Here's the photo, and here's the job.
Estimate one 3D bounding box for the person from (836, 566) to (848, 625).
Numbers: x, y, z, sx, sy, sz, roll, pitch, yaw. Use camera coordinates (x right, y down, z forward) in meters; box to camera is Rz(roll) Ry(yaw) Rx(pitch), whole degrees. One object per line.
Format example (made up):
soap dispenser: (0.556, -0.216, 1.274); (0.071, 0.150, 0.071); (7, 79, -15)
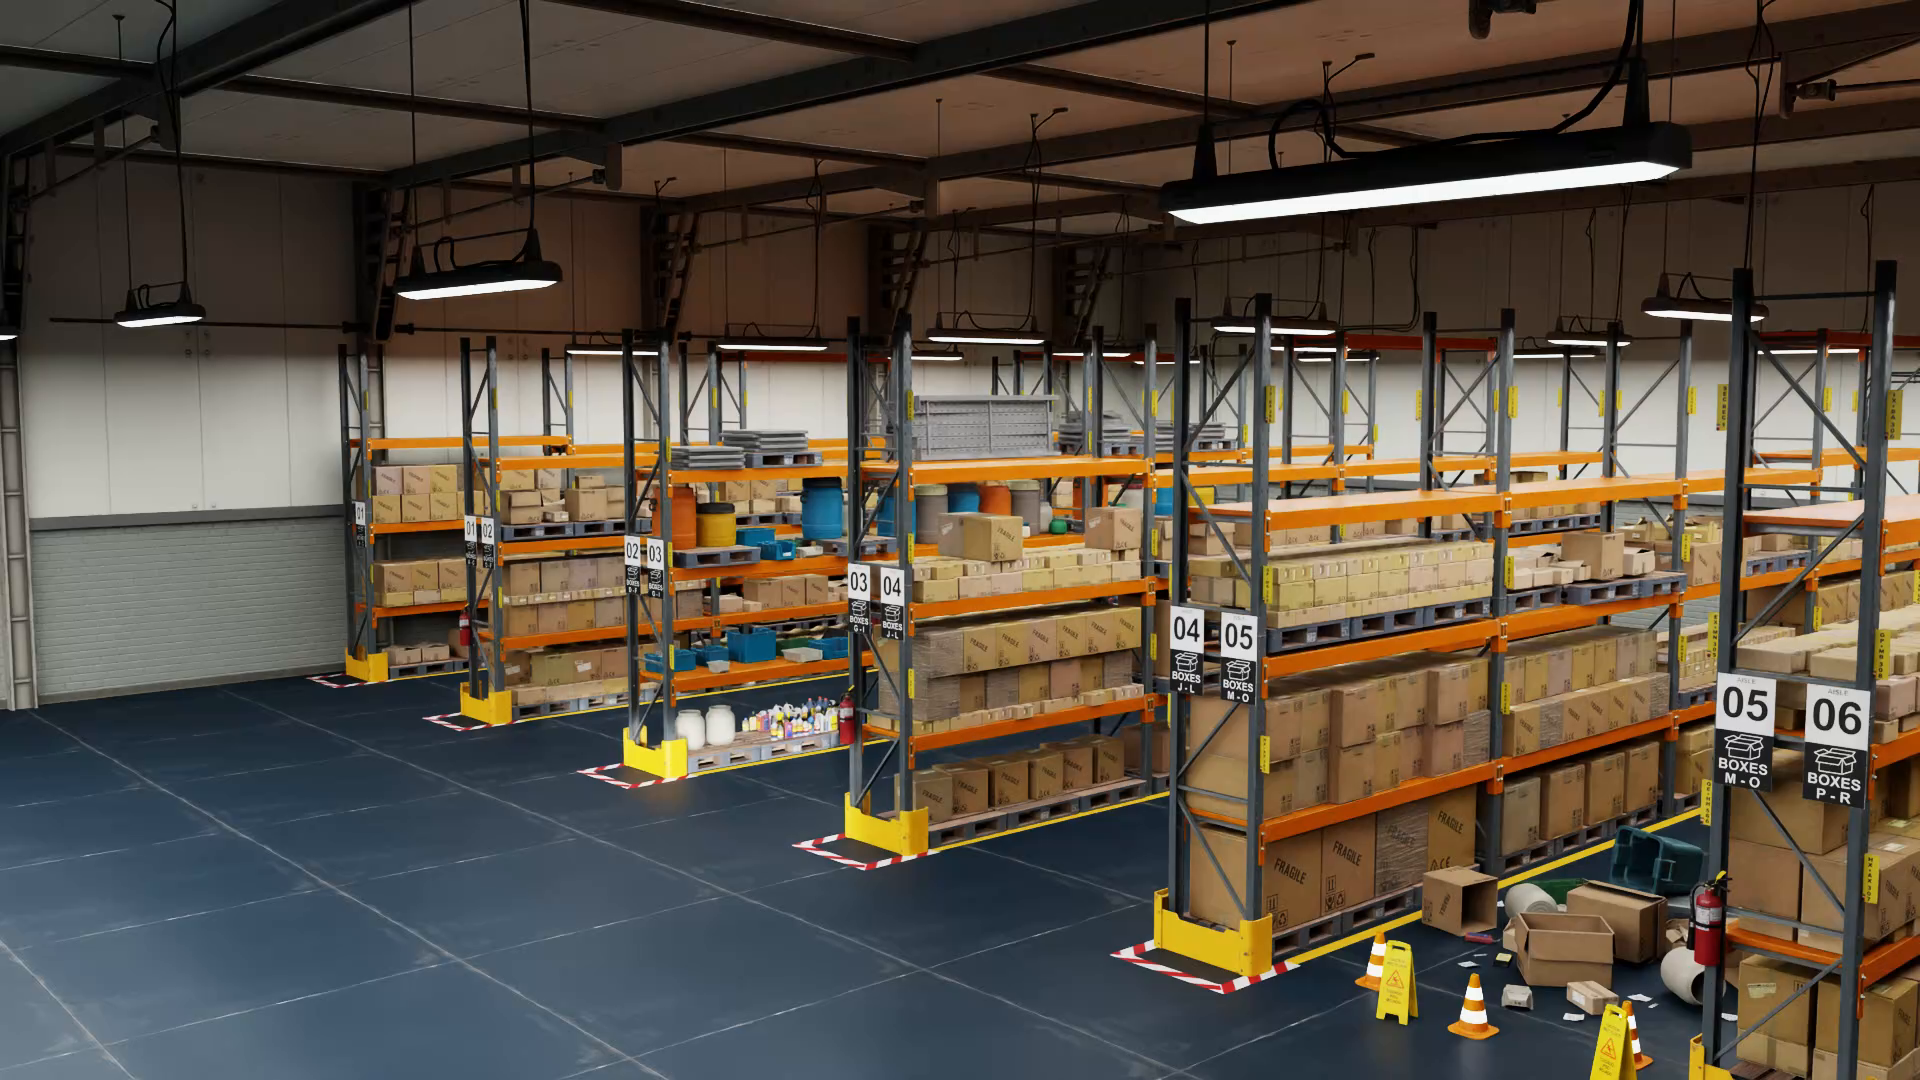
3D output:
person: (-2.257, 1.314, 33.780); (0.499, 1.622, 1.042); (4, 7, 39)
